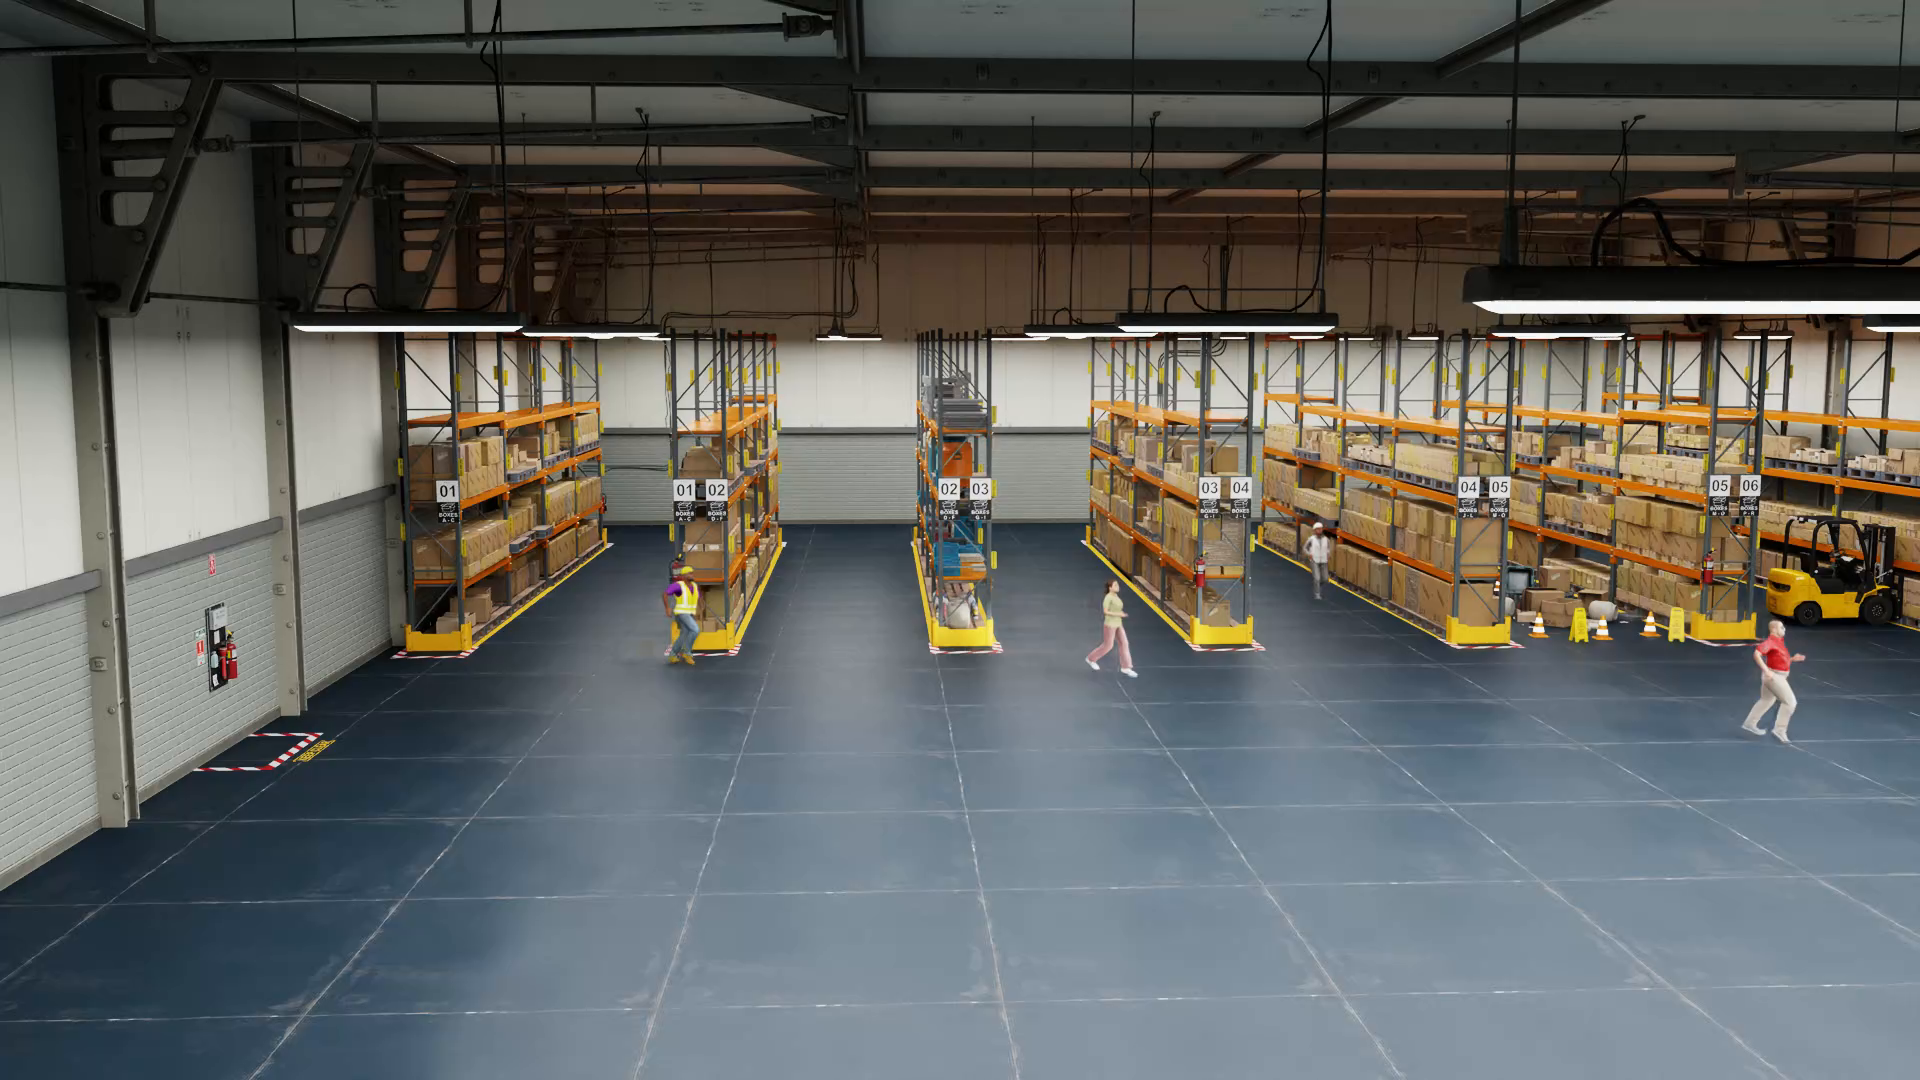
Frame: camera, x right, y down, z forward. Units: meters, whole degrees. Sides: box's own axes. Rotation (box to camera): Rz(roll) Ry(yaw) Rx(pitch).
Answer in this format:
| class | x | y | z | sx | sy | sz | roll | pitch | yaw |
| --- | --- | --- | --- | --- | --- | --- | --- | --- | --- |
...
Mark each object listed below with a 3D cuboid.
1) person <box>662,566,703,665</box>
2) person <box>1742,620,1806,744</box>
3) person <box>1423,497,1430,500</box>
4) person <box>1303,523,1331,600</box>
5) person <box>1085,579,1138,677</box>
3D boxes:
| class | x | y | z | sx | sy | sz | roll | pitch | yaw |
| --- | --- | --- | --- | --- | --- | --- | --- | --- | --- |
| person | -4.891 | 1.335 | 29.819 | 0.692 | 1.712 | 0.703 | 4 | 8 | 29 |
| person | 11.770 | 2.054 | 24.040 | 0.776 | 1.802 | 0.633 | 3 | 7 | 24 |
| person | 13.987 | -1.013 | 49.559 | 0.967 | 1.731 | 0.720 | 4 | 8 | 32 |
| person | 8.028 | 0.470 | 37.343 | 0.659 | 1.722 | 0.614 | -1 | 7 | -6 |
| person | 2.624 | 1.506 | 28.774 | 0.954 | 1.680 | 0.587 | 4 | 8 | 29 |
